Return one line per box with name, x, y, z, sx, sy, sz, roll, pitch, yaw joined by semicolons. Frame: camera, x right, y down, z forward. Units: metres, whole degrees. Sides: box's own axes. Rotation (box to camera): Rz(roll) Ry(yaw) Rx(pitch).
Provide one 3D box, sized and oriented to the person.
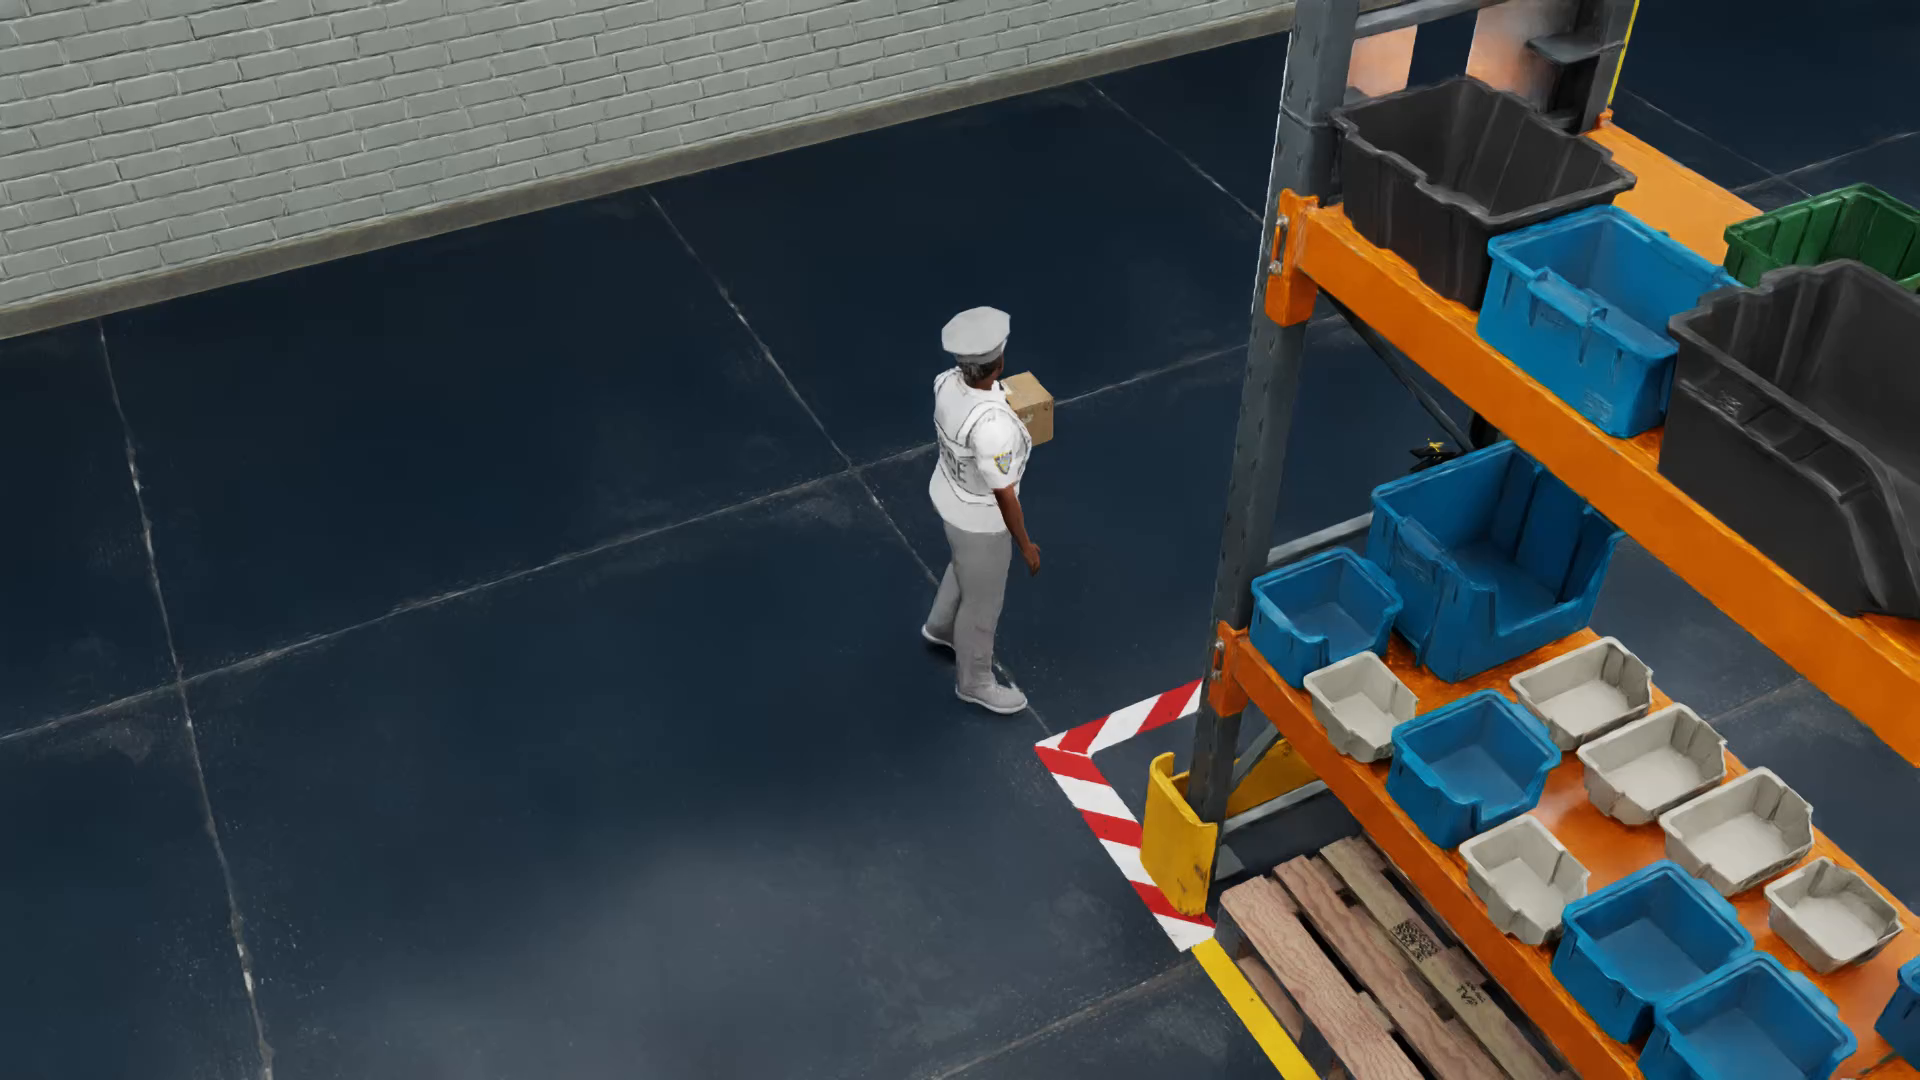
person;0.074;-0.080;6.237;0.367;1.675;0.537;-12;43;-14
